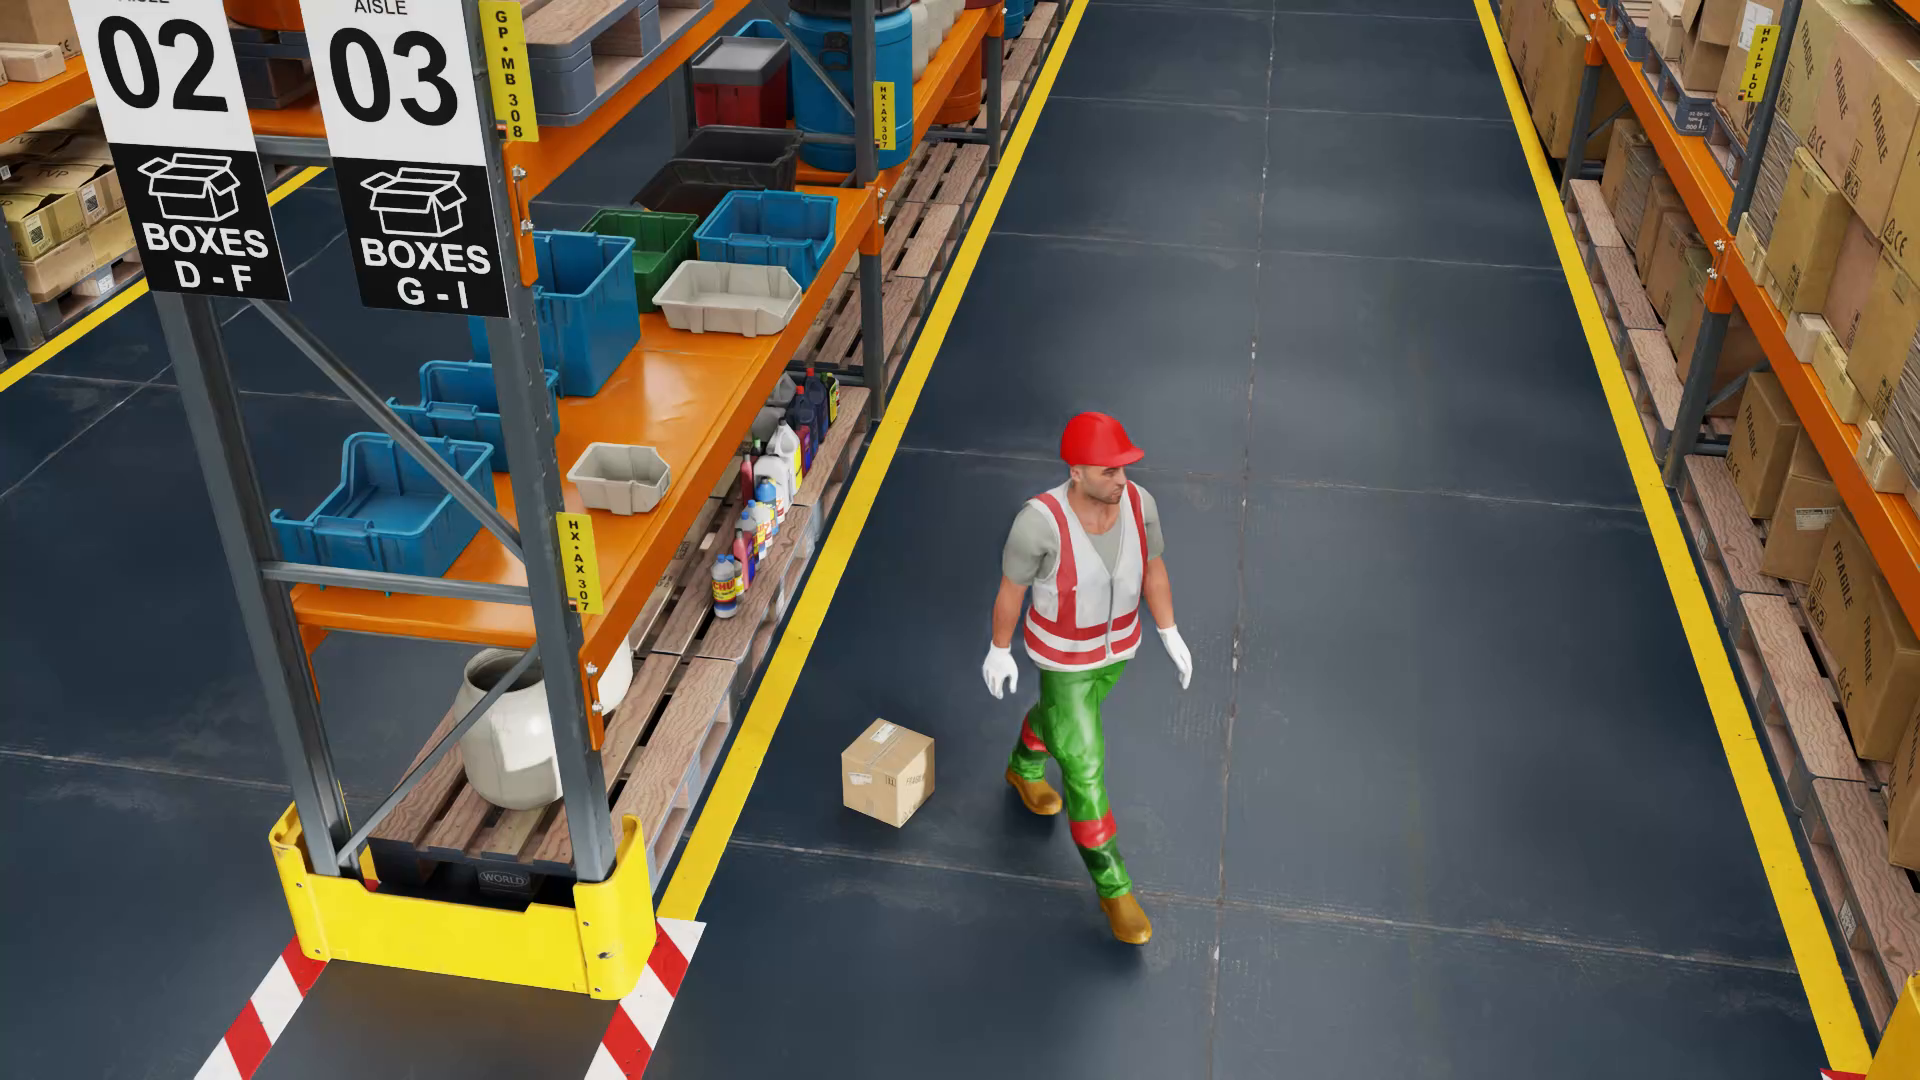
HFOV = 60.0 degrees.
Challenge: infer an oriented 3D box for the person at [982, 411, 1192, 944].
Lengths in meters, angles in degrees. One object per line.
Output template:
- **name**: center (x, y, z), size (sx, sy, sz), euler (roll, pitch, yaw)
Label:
- **person**: center (0.461, 0.383, 5.475), size (0.618, 1.734, 1.009), euler (-19, 37, -27)
